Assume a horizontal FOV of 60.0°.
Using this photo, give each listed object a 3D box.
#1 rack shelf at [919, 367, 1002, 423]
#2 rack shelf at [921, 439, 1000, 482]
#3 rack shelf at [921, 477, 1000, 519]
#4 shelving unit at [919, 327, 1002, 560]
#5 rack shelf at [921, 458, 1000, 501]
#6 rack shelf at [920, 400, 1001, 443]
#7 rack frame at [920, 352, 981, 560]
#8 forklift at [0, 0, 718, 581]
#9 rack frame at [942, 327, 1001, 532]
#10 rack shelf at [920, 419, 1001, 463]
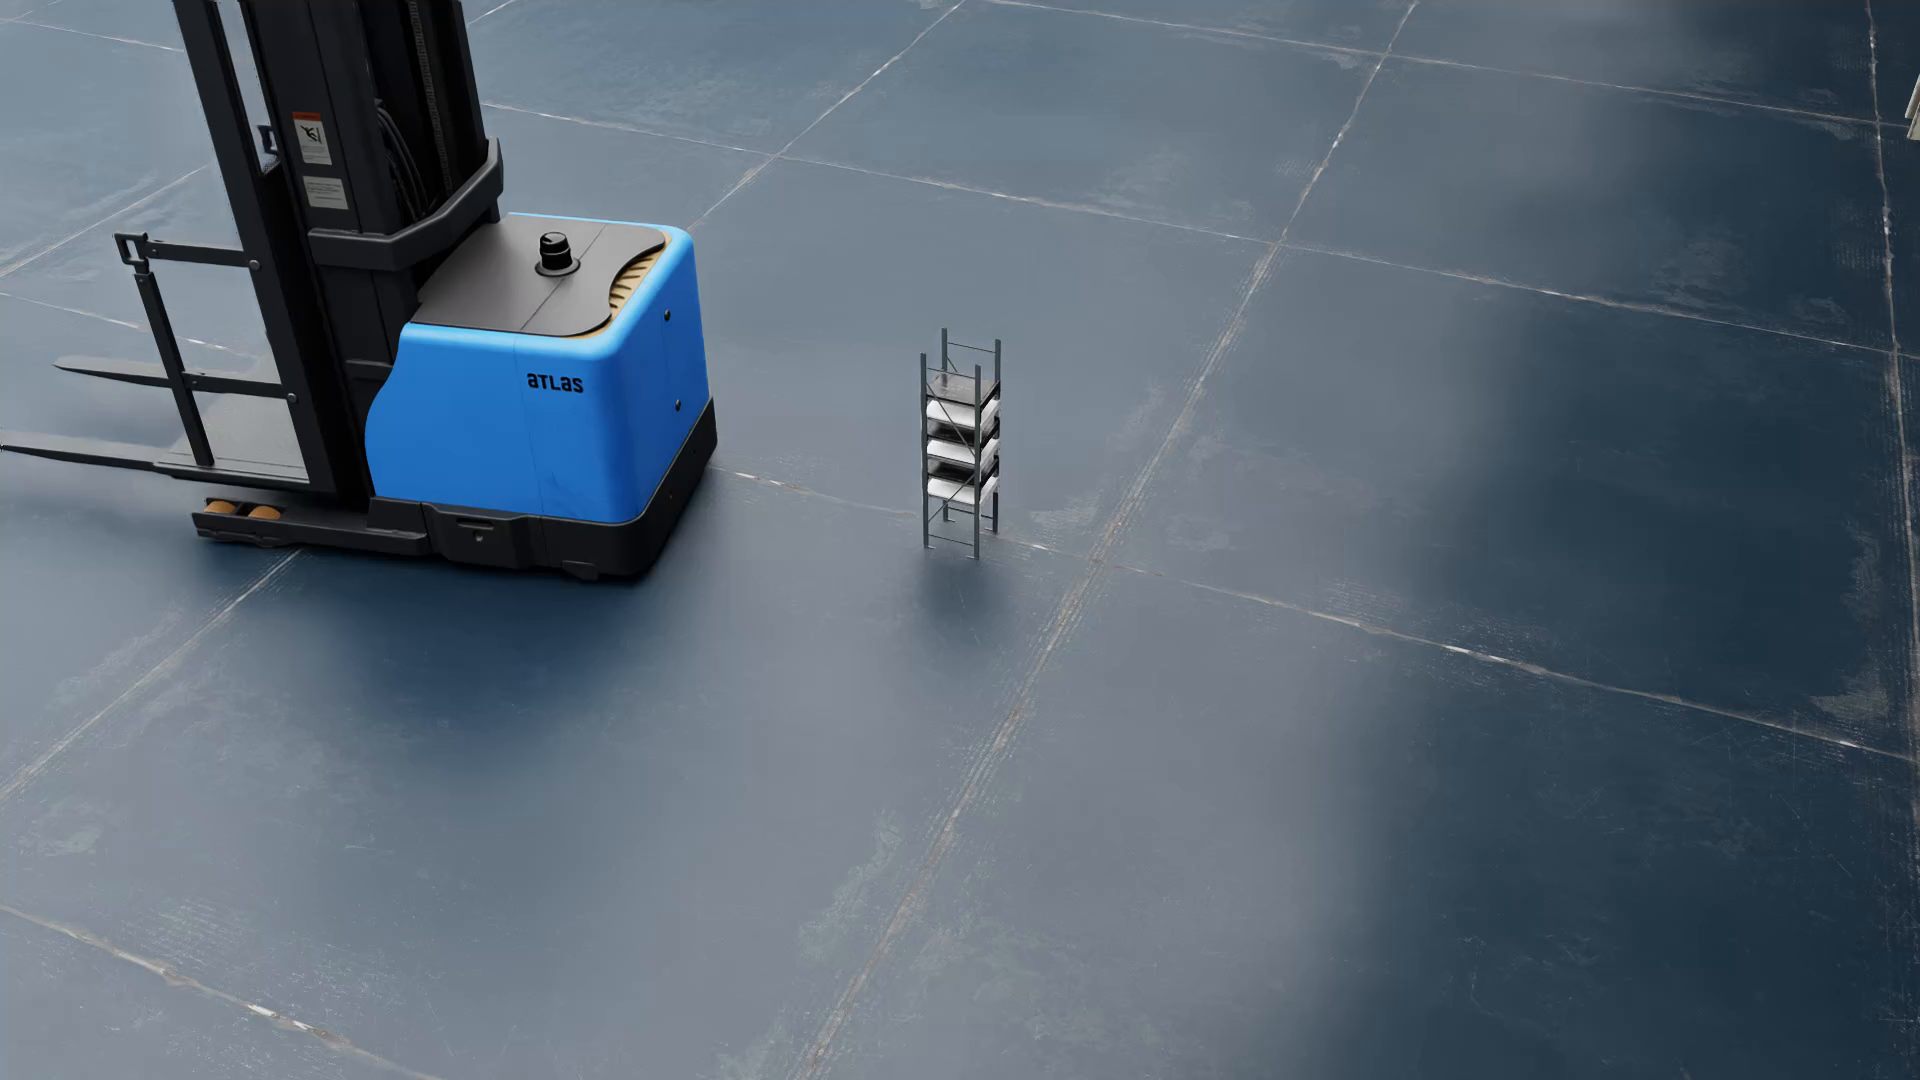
[{"bbox_3d":[0.003,-0.554,6.345,0.258,0.077,0.200,14,39,18],"label":"rack shelf"},{"bbox_3d":[0.003,-0.338,6.507,0.258,0.077,0.200,14,39,18],"label":"rack shelf"},{"bbox_3d":[0.003,-0.194,6.614,0.258,0.077,0.200,14,39,18],"label":"rack shelf"},{"bbox_3d":[0.003,-0.365,6.487,0.258,0.900,0.210,14,39,18],"label":"shelving unit"},{"bbox_3d":[0.003,-0.266,6.560,0.258,0.077,0.200,14,39,18],"label":"rack shelf"},{"bbox_3d":[0.003,-0.482,6.399,0.258,0.077,0.200,14,39,18],"label":"rack shelf"},{"bbox_3d":[-0.036,-0.309,6.411,0.240,0.900,0.006,14,39,18],"label":"rack frame"},{"bbox_3d":[-2.616,-1.446,6.237,3.031,2.935,1.130,7,37,9],"label":"forklift"},{"bbox_3d":[0.042,-0.421,6.562,0.240,0.900,0.006,14,39,18],"label":"rack frame"},{"bbox_3d":[0.003,-0.410,6.453,0.258,0.077,0.200,14,39,18],"label":"rack shelf"}]
